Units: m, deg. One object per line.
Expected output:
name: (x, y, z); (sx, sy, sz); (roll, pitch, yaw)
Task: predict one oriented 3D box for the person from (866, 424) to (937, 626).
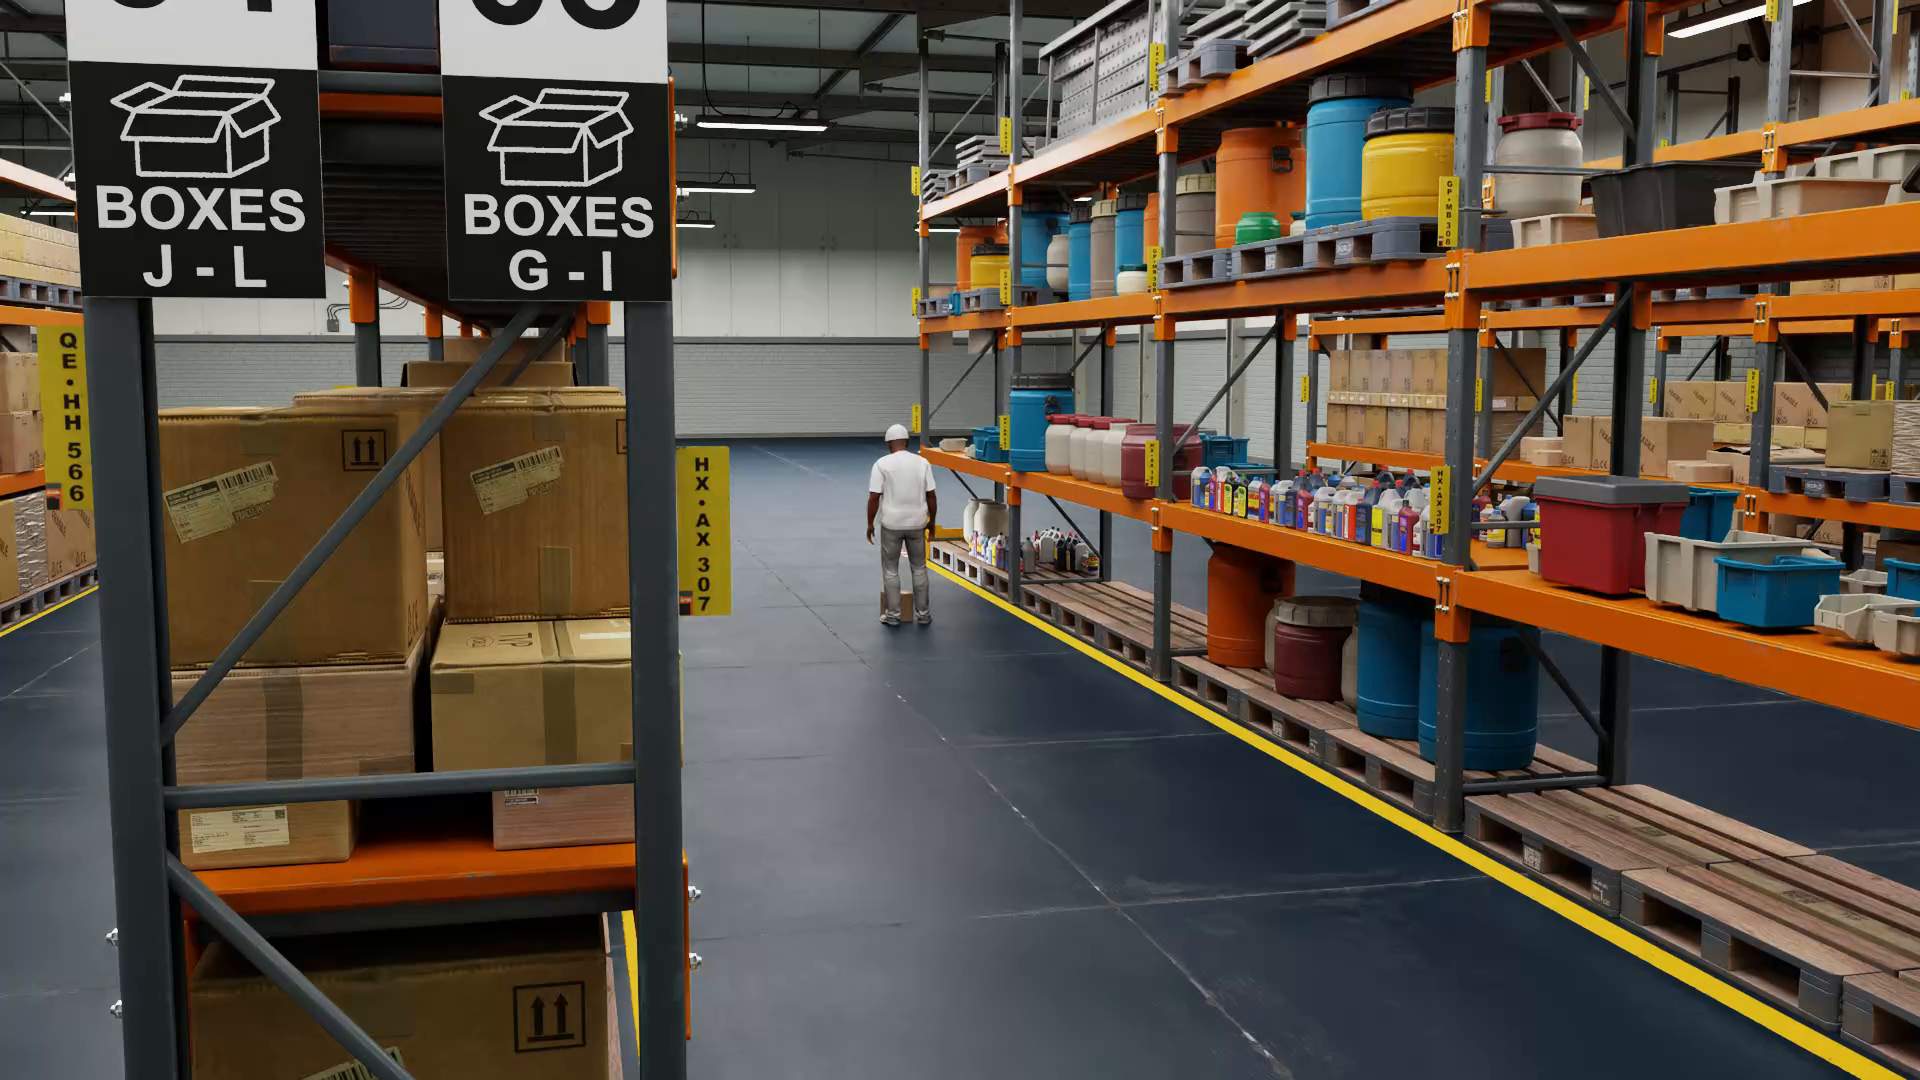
person: (-0.513, -0.135, 14.650); (0.637, 1.757, 0.455); (-2, 6, -16)
